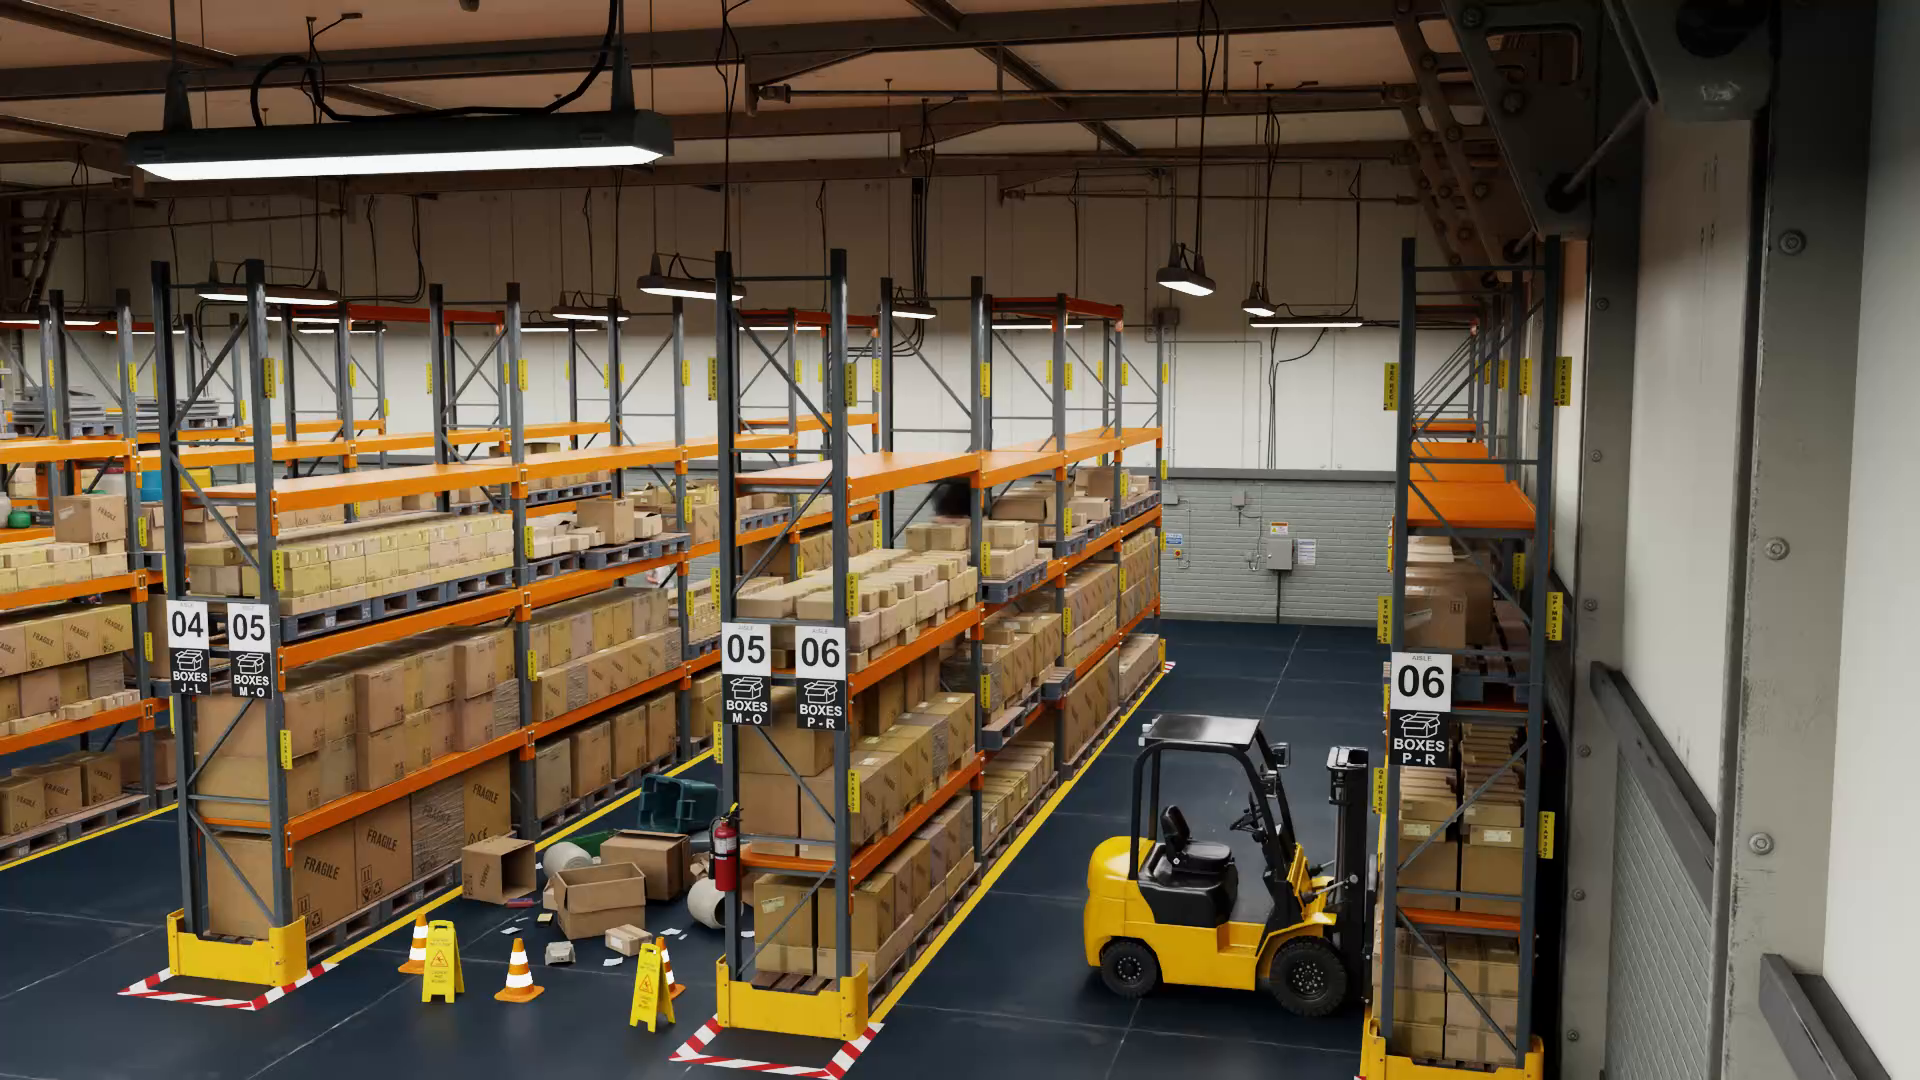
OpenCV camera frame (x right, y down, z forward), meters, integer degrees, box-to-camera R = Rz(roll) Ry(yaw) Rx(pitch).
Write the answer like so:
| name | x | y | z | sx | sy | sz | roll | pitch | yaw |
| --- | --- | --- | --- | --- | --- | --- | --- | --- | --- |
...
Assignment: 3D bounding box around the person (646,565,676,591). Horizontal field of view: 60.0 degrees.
| name | x | y | z | sx | sy | sz | roll | pitch | yaw |
| --- | --- | --- | --- | --- | --- | --- | --- | --- | --- |
| person | -5.607 | 0.969 | 31.405 | 0.865 | 1.785 | 0.709 | 5 | 8 | 41 |
